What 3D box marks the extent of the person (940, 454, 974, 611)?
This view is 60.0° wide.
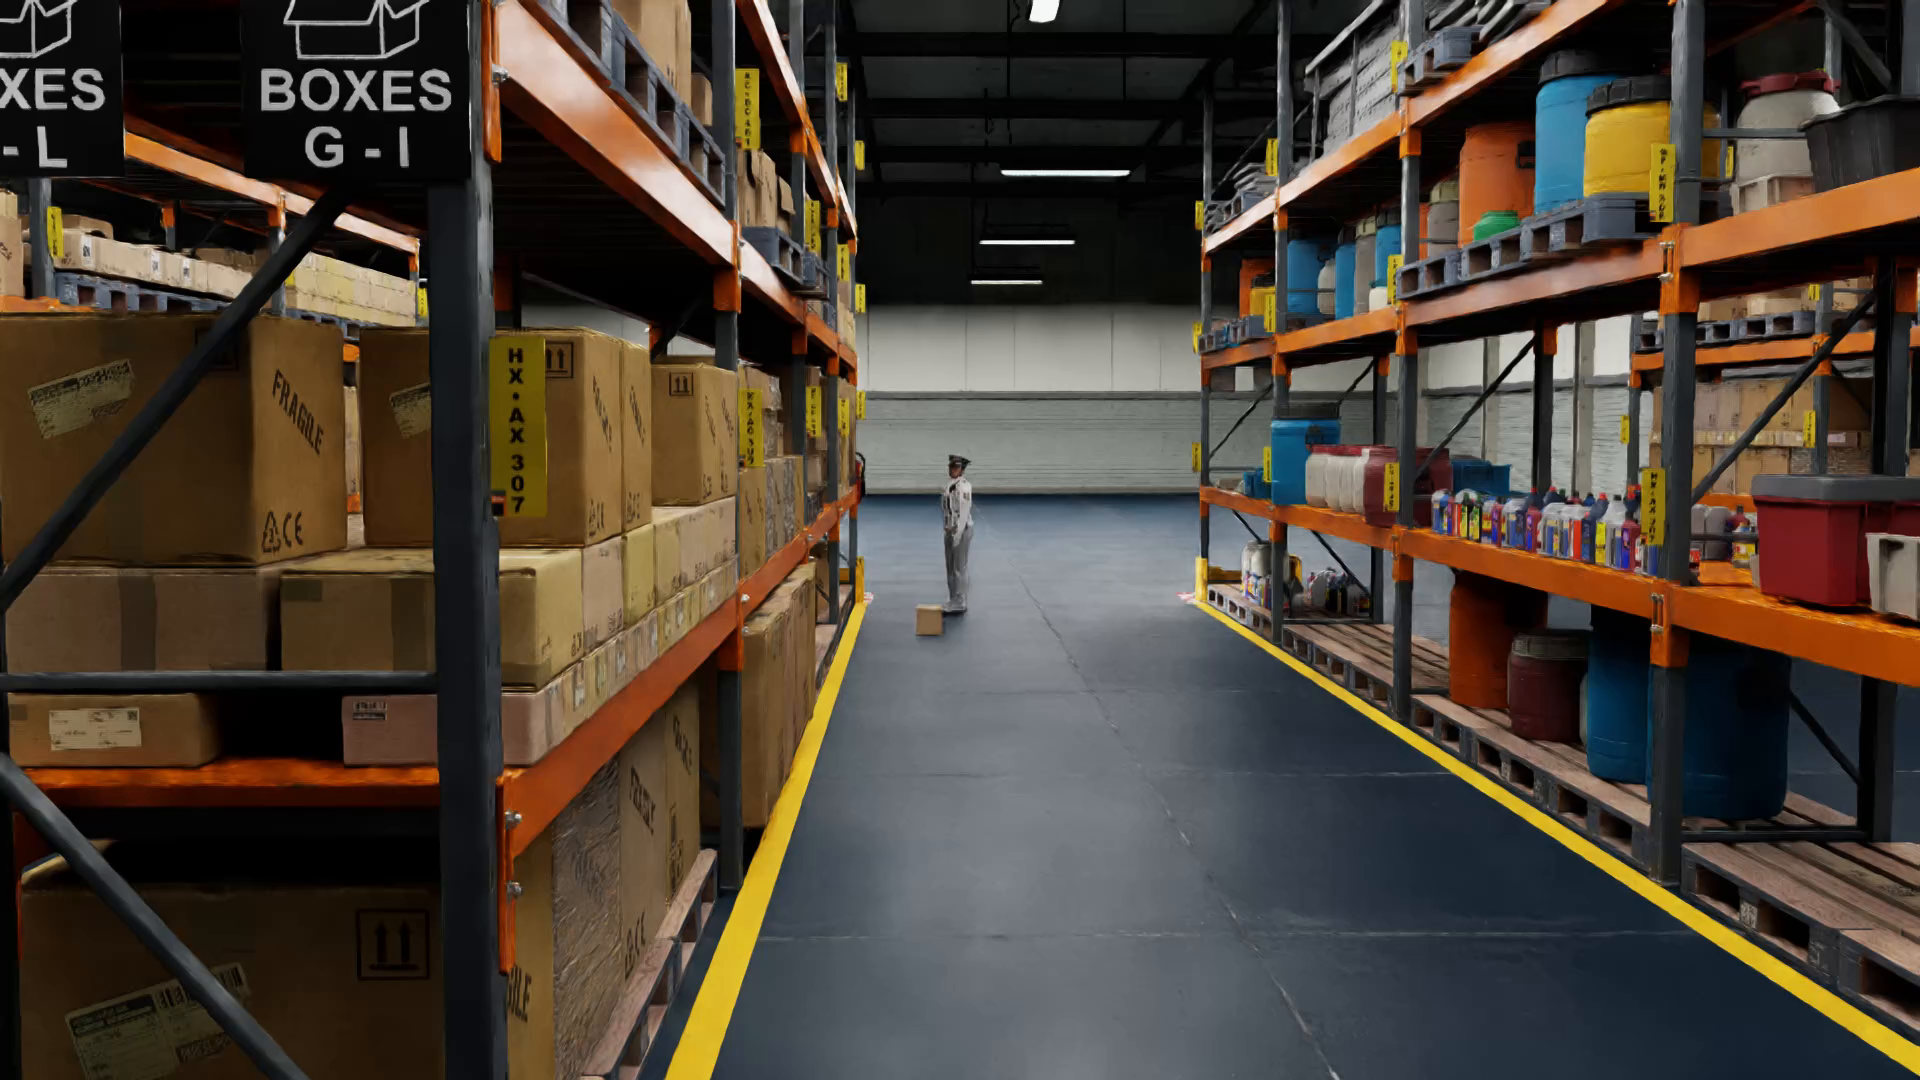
[{"bbox_3d":[-0.052,-0.060,17.818,0.375,1.720,0.531,-2,4,-22],"label":"person"}]
